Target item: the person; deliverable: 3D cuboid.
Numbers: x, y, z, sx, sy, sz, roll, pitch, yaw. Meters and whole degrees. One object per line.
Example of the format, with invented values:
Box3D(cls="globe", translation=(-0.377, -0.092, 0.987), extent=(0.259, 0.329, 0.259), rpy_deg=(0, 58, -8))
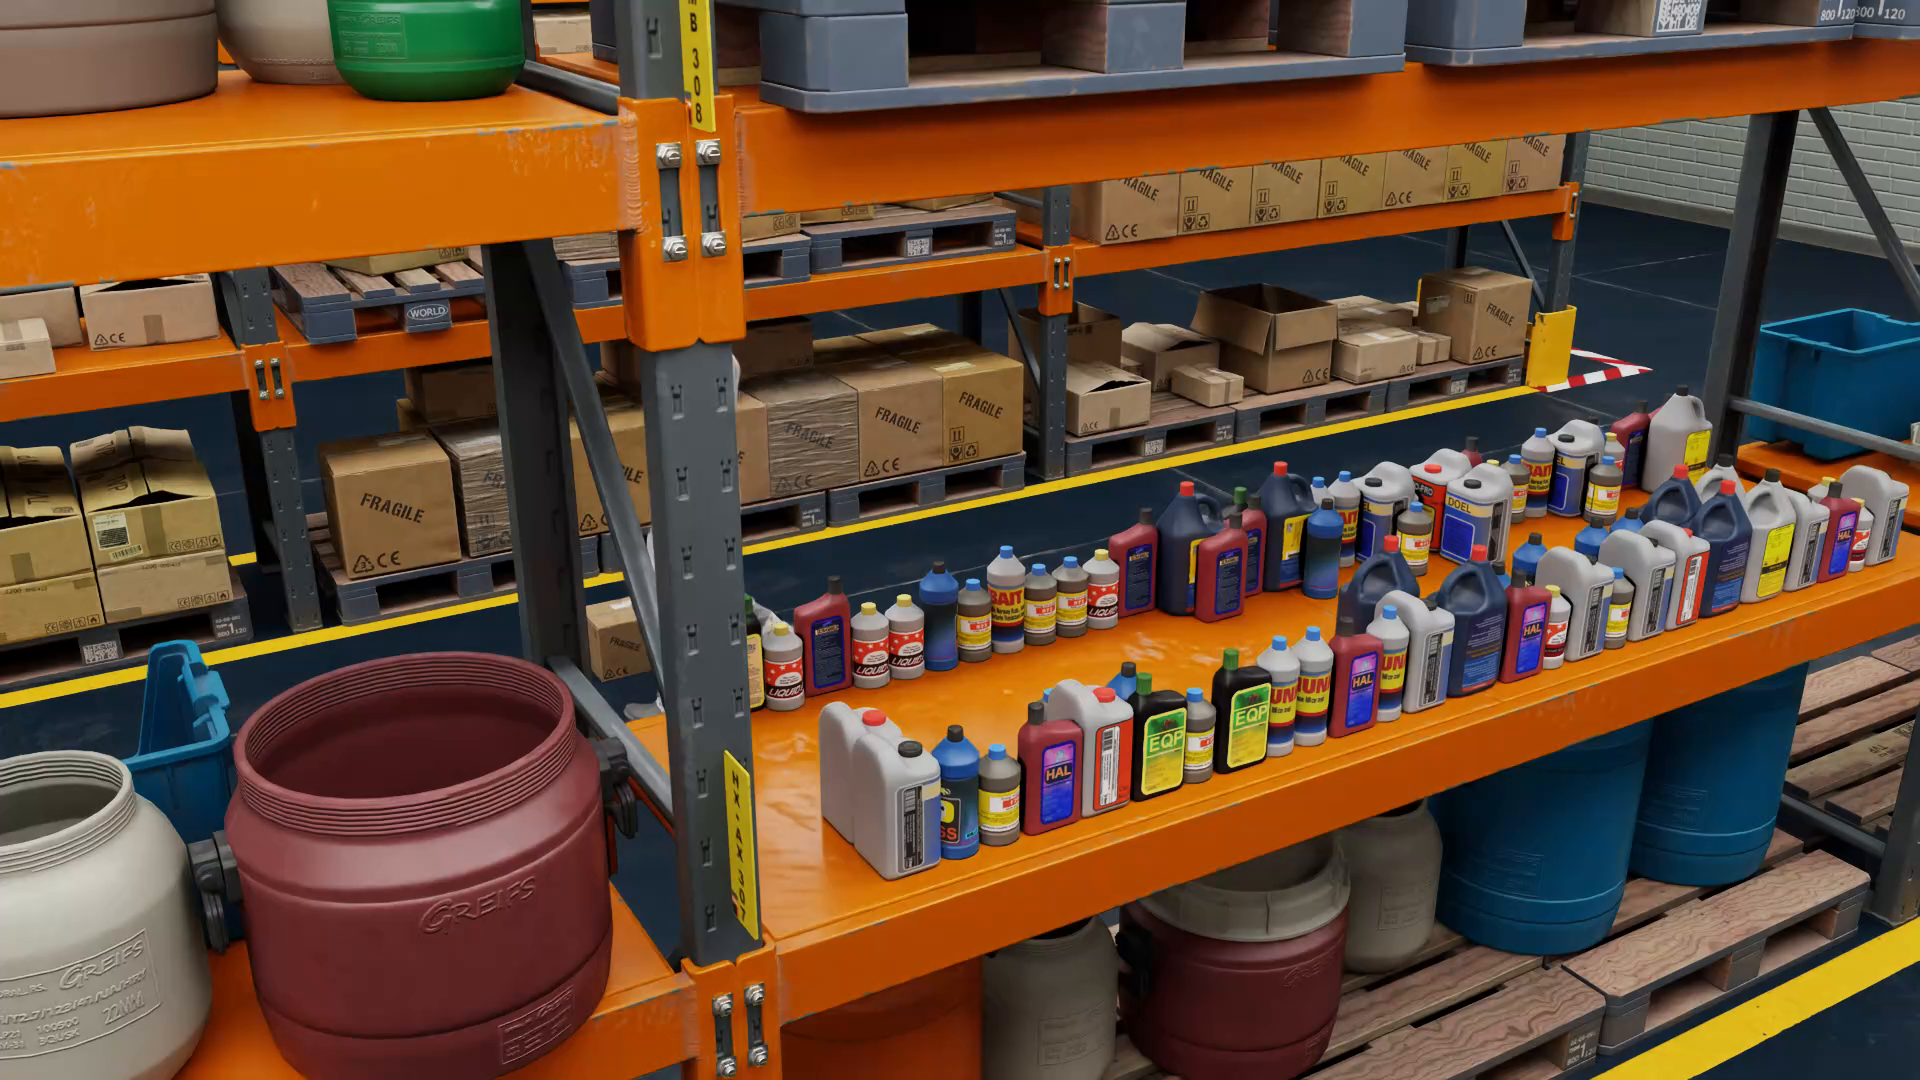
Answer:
Box3D(cls="person", translation=(-0.975, -0.121, 6.341), extent=(0.709, 1.773, 0.541), rpy_deg=(2, 22, 4))
